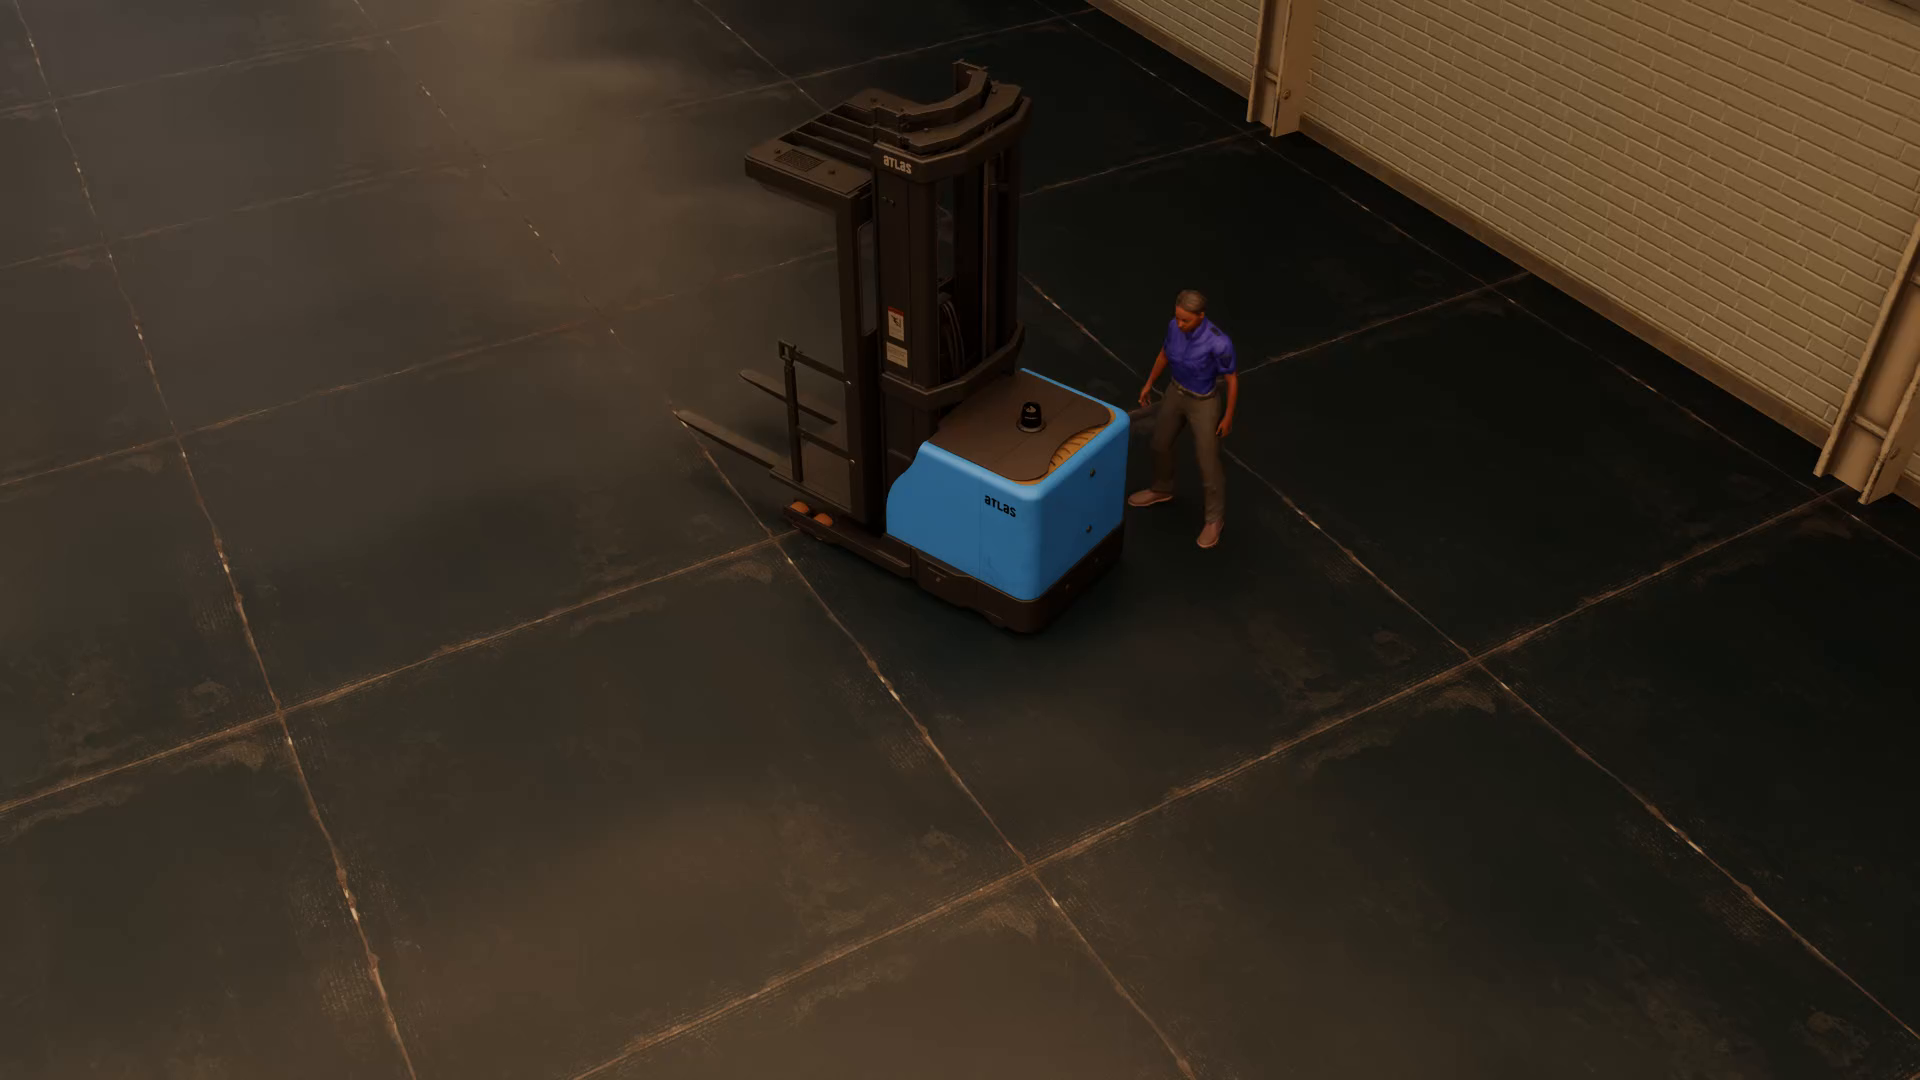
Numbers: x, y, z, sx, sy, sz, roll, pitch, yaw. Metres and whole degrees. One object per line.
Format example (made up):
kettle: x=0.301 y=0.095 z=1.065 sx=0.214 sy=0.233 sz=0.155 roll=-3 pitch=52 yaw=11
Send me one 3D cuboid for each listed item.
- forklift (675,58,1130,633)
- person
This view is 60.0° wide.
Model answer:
forklift: x=-0.481 y=-1.366 z=9.683 sx=3.031 sy=2.935 sz=1.130 roll=26 pitch=46 yaw=28
person: x=1.399 y=-0.789 z=10.012 sx=0.359 sy=1.642 sz=0.700 roll=-30 pitch=48 yaw=-31
